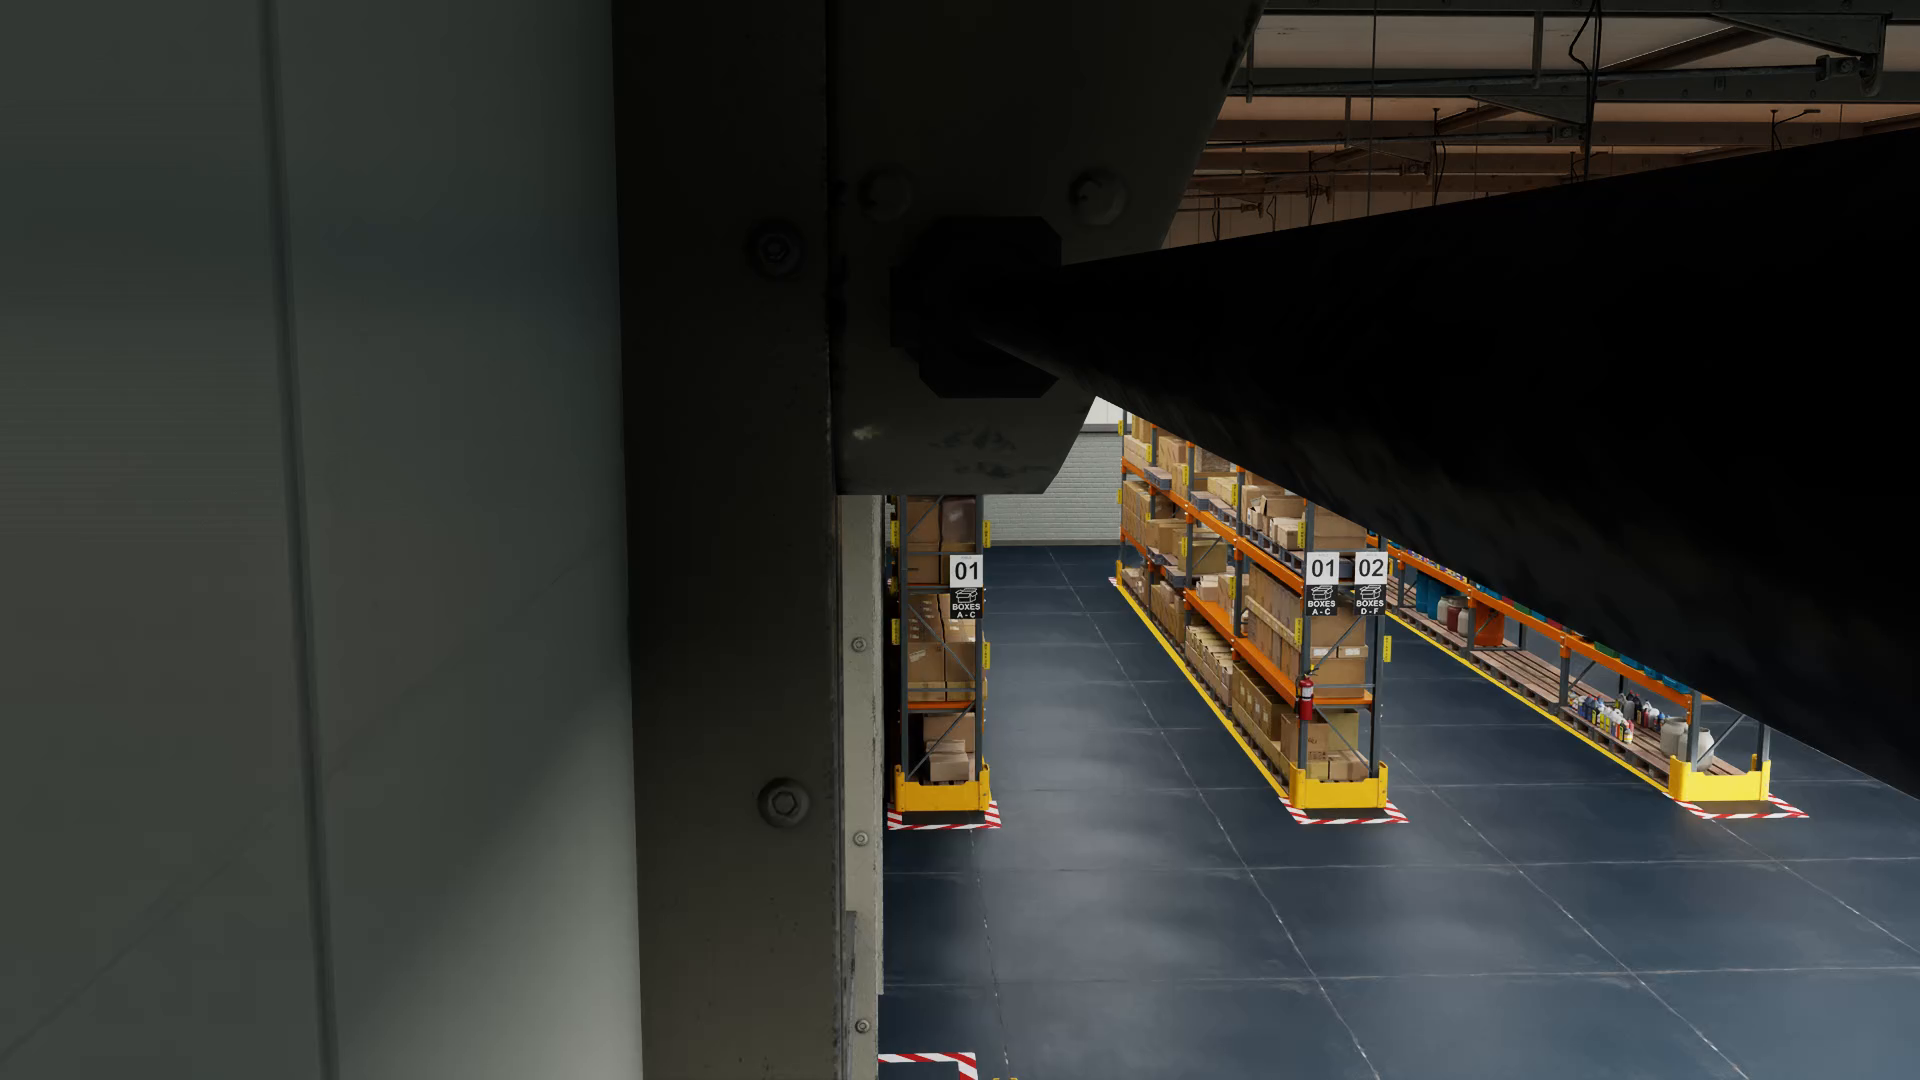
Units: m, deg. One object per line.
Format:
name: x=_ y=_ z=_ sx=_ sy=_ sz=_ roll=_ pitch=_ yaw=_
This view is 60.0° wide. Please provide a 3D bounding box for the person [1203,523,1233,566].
person: x=5.687 y=0.041 z=36.924 sx=0.832 sy=1.723 sz=0.671 roll=-5 pitch=10 yaw=-31
